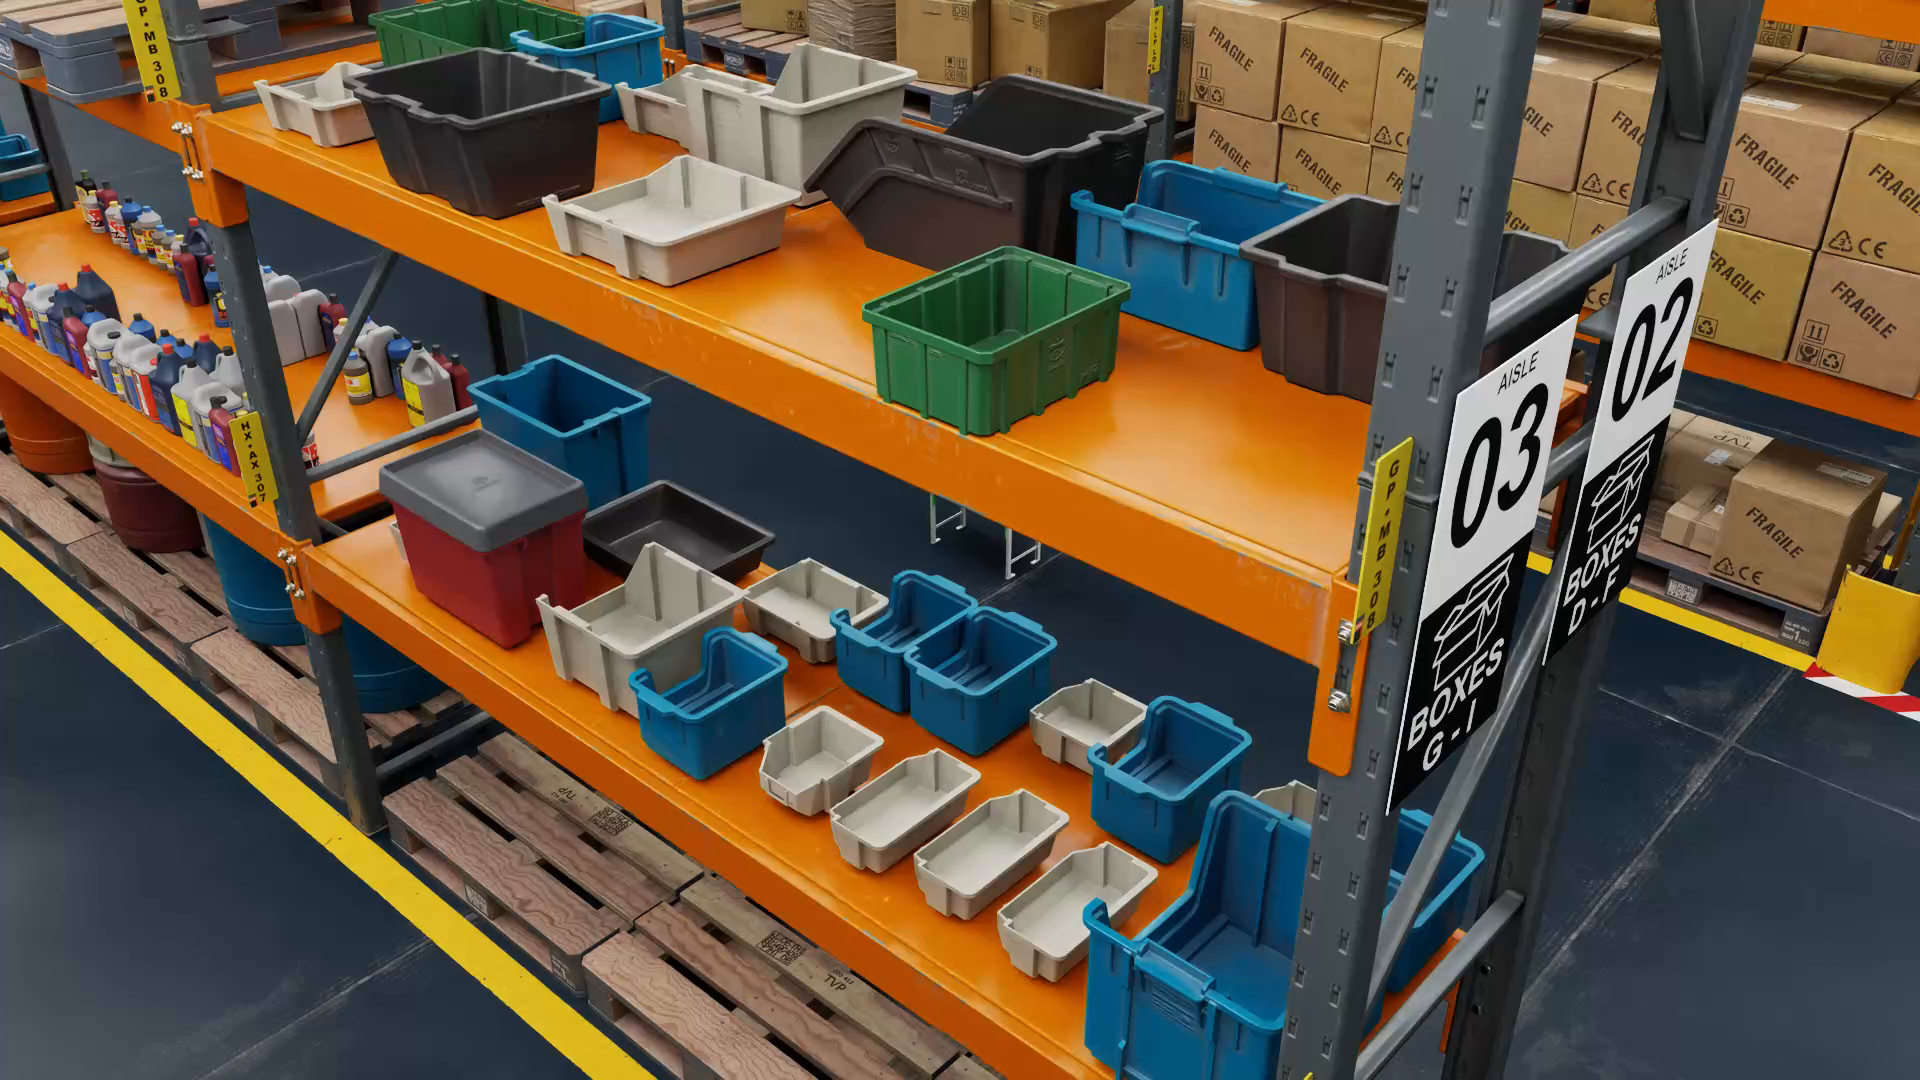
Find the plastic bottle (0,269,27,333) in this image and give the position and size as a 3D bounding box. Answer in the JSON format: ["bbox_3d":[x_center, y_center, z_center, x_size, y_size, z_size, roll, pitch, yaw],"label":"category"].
[{"bbox_3d":[-4.078,-1.041,7.195,0.097,0.271,0.097,0,31,0],"label":"plastic bottle"}]

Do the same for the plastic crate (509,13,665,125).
[{"bbox_3d":[-1.079,-1.376,4.881,0.300,0.233,0.416,25,39,35],"label":"plastic crate"}]

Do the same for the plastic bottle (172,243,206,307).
[{"bbox_3d":[-3.460,-1.198,7.445,0.133,0.283,0.061,25,39,35],"label":"plastic bottle"}]

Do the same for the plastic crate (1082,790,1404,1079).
[{"bbox_3d":[0.624,0.944,3.681,0.499,0.435,0.616,25,39,35],"label":"plastic crate"}]

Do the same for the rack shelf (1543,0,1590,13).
[{"bbox_3d":[3.196,-4.528,13.560,4.000,0.370,1.077,25,39,35],"label":"rack shelf"}]

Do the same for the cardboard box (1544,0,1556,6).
[{"bbox_3d":[4.239,-4.053,12.299,0.250,0.149,0.380,25,39,36],"label":"cardboard box"}]

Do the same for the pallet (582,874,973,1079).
[{"bbox_3d":[-0.489,1.501,5.551,1.213,0.211,1.003,25,39,35],"label":"pallet"}]

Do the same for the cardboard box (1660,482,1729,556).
[{"bbox_3d":[3.515,-0.107,7.840,0.250,0.166,0.380,25,39,35],"label":"cardboard box"}]

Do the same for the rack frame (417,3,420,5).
[{"bbox_3d":[-4.573,-5.017,13.675,0.127,3.000,1.000,25,39,35],"label":"rack frame"}]

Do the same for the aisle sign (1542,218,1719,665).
[{"bbox_3d":[1.250,-0.173,3.109,0.004,0.787,0.394,25,39,35],"label":"aisle sign"}]

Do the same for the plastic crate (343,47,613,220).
[{"bbox_3d":[-1.232,-1.050,4.303,0.590,0.269,0.497,25,39,35],"label":"plastic crate"}]

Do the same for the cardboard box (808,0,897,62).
[{"bbox_3d":[-0.515,-3.291,10.304,0.700,0.500,0.500,-21,37,-31],"label":"cardboard box"}]

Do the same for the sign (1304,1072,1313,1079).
[{"bbox_3d":[0.640,1.175,3.231,0.005,0.325,0.100,25,39,35],"label":"sign"}]

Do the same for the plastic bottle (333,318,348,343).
[{"bbox_3d":[-2.539,-0.821,6.897,0.097,0.201,0.097,0,31,0],"label":"plastic bottle"}]

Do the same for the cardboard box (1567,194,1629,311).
[{"bbox_3d":[3.056,-1.310,7.421,0.500,0.500,0.500,25,39,35],"label":"cardboard box"}]

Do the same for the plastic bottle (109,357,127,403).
[{"bbox_3d":[-3.327,-0.660,6.631,0.097,0.201,0.097,0,31,0],"label":"plastic bottle"}]

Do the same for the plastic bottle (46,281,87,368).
[{"bbox_3d":[-3.686,-0.908,6.898,0.185,0.351,0.144,25,39,35],"label":"plastic bottle"}]

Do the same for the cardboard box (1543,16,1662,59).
[{"bbox_3d":[3.034,-2.118,7.793,0.500,0.500,0.500,25,39,35],"label":"cardboard box"}]

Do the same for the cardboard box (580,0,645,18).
[{"bbox_3d":[-2.460,-3.730,11.782,0.250,0.149,0.380,25,39,35],"label":"cardboard box"}]

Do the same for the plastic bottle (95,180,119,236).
[{"bbox_3d":[-4.177,-1.633,8.167,0.133,0.283,0.061,25,39,35],"label":"plastic bottle"}]

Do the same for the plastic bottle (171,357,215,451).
[{"bbox_3d":[-2.870,-0.527,6.265,0.185,0.351,0.144,25,39,35],"label":"plastic bottle"}]

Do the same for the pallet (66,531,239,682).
[{"bbox_3d":[-3.421,0.134,7.822,1.213,0.211,1.003,25,39,35],"label":"pallet"}]

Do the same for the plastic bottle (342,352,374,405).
[{"bbox_3d":[-2.397,-0.648,6.611,0.097,0.201,0.097,0,31,0],"label":"plastic bottle"}]

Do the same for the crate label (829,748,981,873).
[{"bbox_3d":[-0.157,0.711,4.359,0.243,0.136,0.396,25,39,35],"label":"crate label"}]

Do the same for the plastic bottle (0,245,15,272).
[{"bbox_3d":[-4.417,-1.275,7.652,0.097,0.201,0.097,0,31,0],"label":"plastic bottle"}]

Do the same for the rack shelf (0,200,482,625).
[{"bbox_3d":[-3.451,-0.739,7.267,4.000,0.370,1.077,25,39,35],"label":"rack shelf"}]

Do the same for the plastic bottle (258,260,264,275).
[{"bbox_3d":[-3.054,-1.091,7.279,0.097,0.271,0.097,0,31,0],"label":"plastic bottle"}]

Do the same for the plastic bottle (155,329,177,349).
[{"bbox_3d":[-3.152,-0.715,6.653,0.097,0.271,0.097,0,31,0],"label":"plastic bottle"}]

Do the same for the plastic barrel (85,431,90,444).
[{"bbox_3d":[-4.082,-0.530,8.226,0.421,0.512,0.421,0,31,0],"label":"plastic barrel"}]

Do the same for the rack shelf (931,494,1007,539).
[{"bbox_3d":[0.123,-0.196,8.002,0.480,0.148,0.258,25,39,35],"label":"rack shelf"}]

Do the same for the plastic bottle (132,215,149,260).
[{"bbox_3d":[-3.887,-1.450,7.942,0.097,0.201,0.097,0,31,0],"label":"plastic bottle"}]

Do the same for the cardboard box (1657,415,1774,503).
[{"bbox_3d":[3.740,-0.344,8.152,0.500,0.250,0.500,25,39,35],"label":"cardboard box"}]

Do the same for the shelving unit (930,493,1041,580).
[{"bbox_3d":[0.123,-0.457,7.845,0.503,1.200,0.258,25,39,35],"label":"shelving unit"}]

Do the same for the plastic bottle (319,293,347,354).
[{"bbox_3d":[-2.613,-0.903,6.954,0.133,0.283,0.061,25,39,35],"label":"plastic bottle"}]

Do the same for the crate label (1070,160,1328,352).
[{"bbox_3d":[0.530,-0.635,3.632,0.502,0.251,0.408,25,39,35],"label":"crate label"}]

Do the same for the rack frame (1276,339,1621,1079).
[{"bbox_3d":[0.997,1.029,3.632,0.127,3.000,1.000,25,39,35],"label":"rack frame"}]

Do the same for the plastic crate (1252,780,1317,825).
[{"bbox_3d":[0.853,0.762,4.273,0.298,0.136,0.250,25,39,35],"label":"plastic crate"}]

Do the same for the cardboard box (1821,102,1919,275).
[{"bbox_3d":[3.809,-1.384,6.574,0.500,0.500,0.500,25,39,35],"label":"cardboard box"}]

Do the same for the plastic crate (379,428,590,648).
[{"bbox_3d":[-1.475,-0.003,5.227,0.583,0.464,0.402,25,39,35],"label":"plastic crate"}]

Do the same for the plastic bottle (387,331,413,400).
[{"bbox_3d":[-2.223,-0.703,6.634,0.097,0.271,0.097,0,31,0],"label":"plastic bottle"}]

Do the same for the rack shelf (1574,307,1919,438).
[{"bbox_3d":[2.841,-1.248,8.112,4.000,0.370,1.077,25,39,35],"label":"rack shelf"}]

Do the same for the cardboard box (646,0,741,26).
[{"bbox_3d":[-1.848,-3.737,11.635,0.500,0.311,0.500,-27,40,-37],"label":"cardboard box"}]

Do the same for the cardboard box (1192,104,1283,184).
[{"bbox_3d":[1.553,-2.010,8.584,0.500,0.500,0.500,26,40,36],"label":"cardboard box"}]

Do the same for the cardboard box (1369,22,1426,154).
[{"bbox_3d":[2.282,-2.092,7.750,0.500,0.500,0.500,24,38,34],"label":"cardboard box"}]

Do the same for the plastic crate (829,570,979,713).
[{"bbox_3d":[-0.164,0.304,4.940,0.300,0.233,0.416,25,39,35],"label":"plastic crate"}]

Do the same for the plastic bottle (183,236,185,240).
[{"bbox_3d":[-3.501,-1.317,7.643,0.133,0.283,0.061,25,39,35],"label":"plastic bottle"}]

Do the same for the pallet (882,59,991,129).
[{"bbox_3d":[-0.163,-2.879,10.310,1.213,0.211,1.003,25,39,35],"label":"pallet"}]

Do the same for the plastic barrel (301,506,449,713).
[{"bbox_3d":[-2.361,0.169,6.688,0.708,0.901,0.600,25,39,35],"label":"plastic barrel"}]
